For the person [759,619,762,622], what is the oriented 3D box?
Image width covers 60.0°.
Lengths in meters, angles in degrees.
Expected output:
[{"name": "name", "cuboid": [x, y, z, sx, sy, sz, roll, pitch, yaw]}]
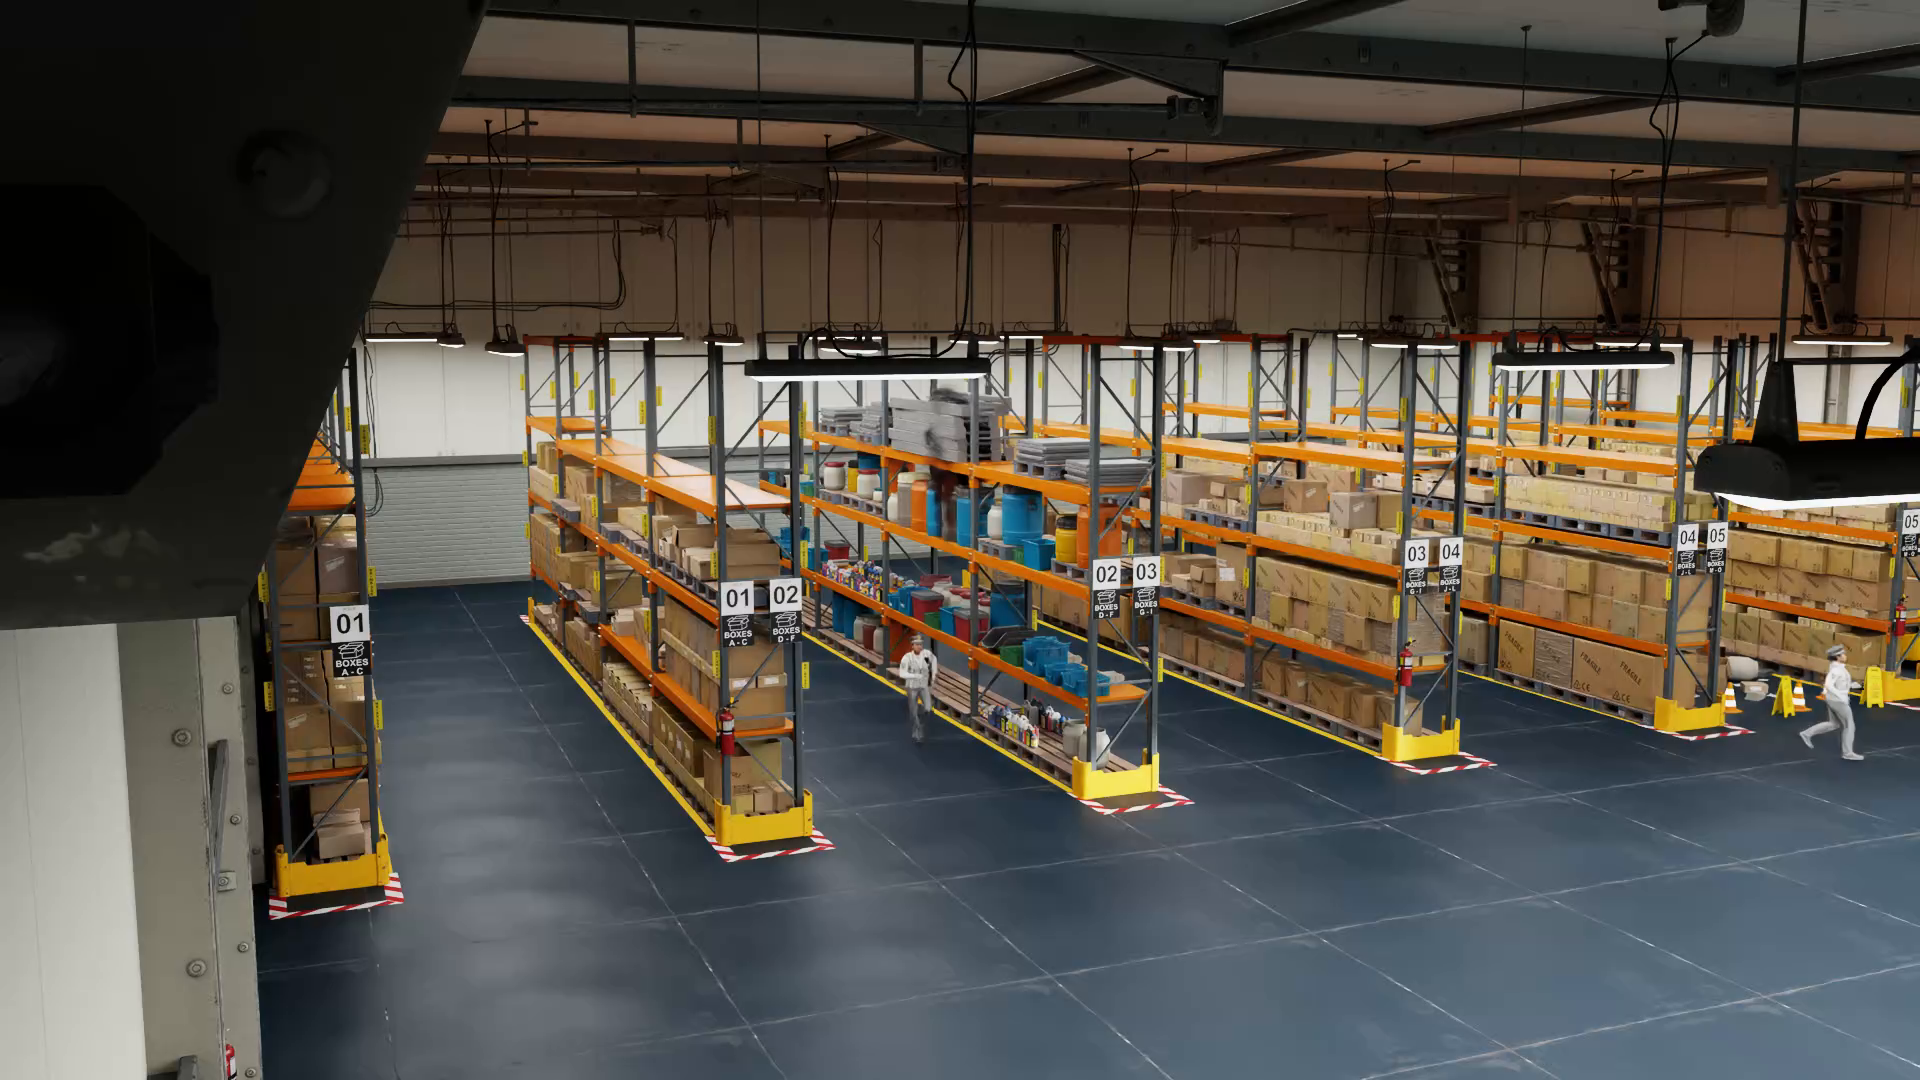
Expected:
[{"name": "person", "cuboid": [-3.903, 1.359, 31.200, 0.648, 1.702, 0.723, -3, 8, -20]}]

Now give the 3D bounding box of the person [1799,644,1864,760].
[{"name": "person", "cuboid": [12.620, 2.318, 23.967, 0.835, 1.667, 0.626, 3, 8, 20]}]

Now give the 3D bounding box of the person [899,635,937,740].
[{"name": "person", "cuboid": [-0.605, 2.201, 24.821, 0.646, 1.643, 0.749, -2, 8, -17]}]
